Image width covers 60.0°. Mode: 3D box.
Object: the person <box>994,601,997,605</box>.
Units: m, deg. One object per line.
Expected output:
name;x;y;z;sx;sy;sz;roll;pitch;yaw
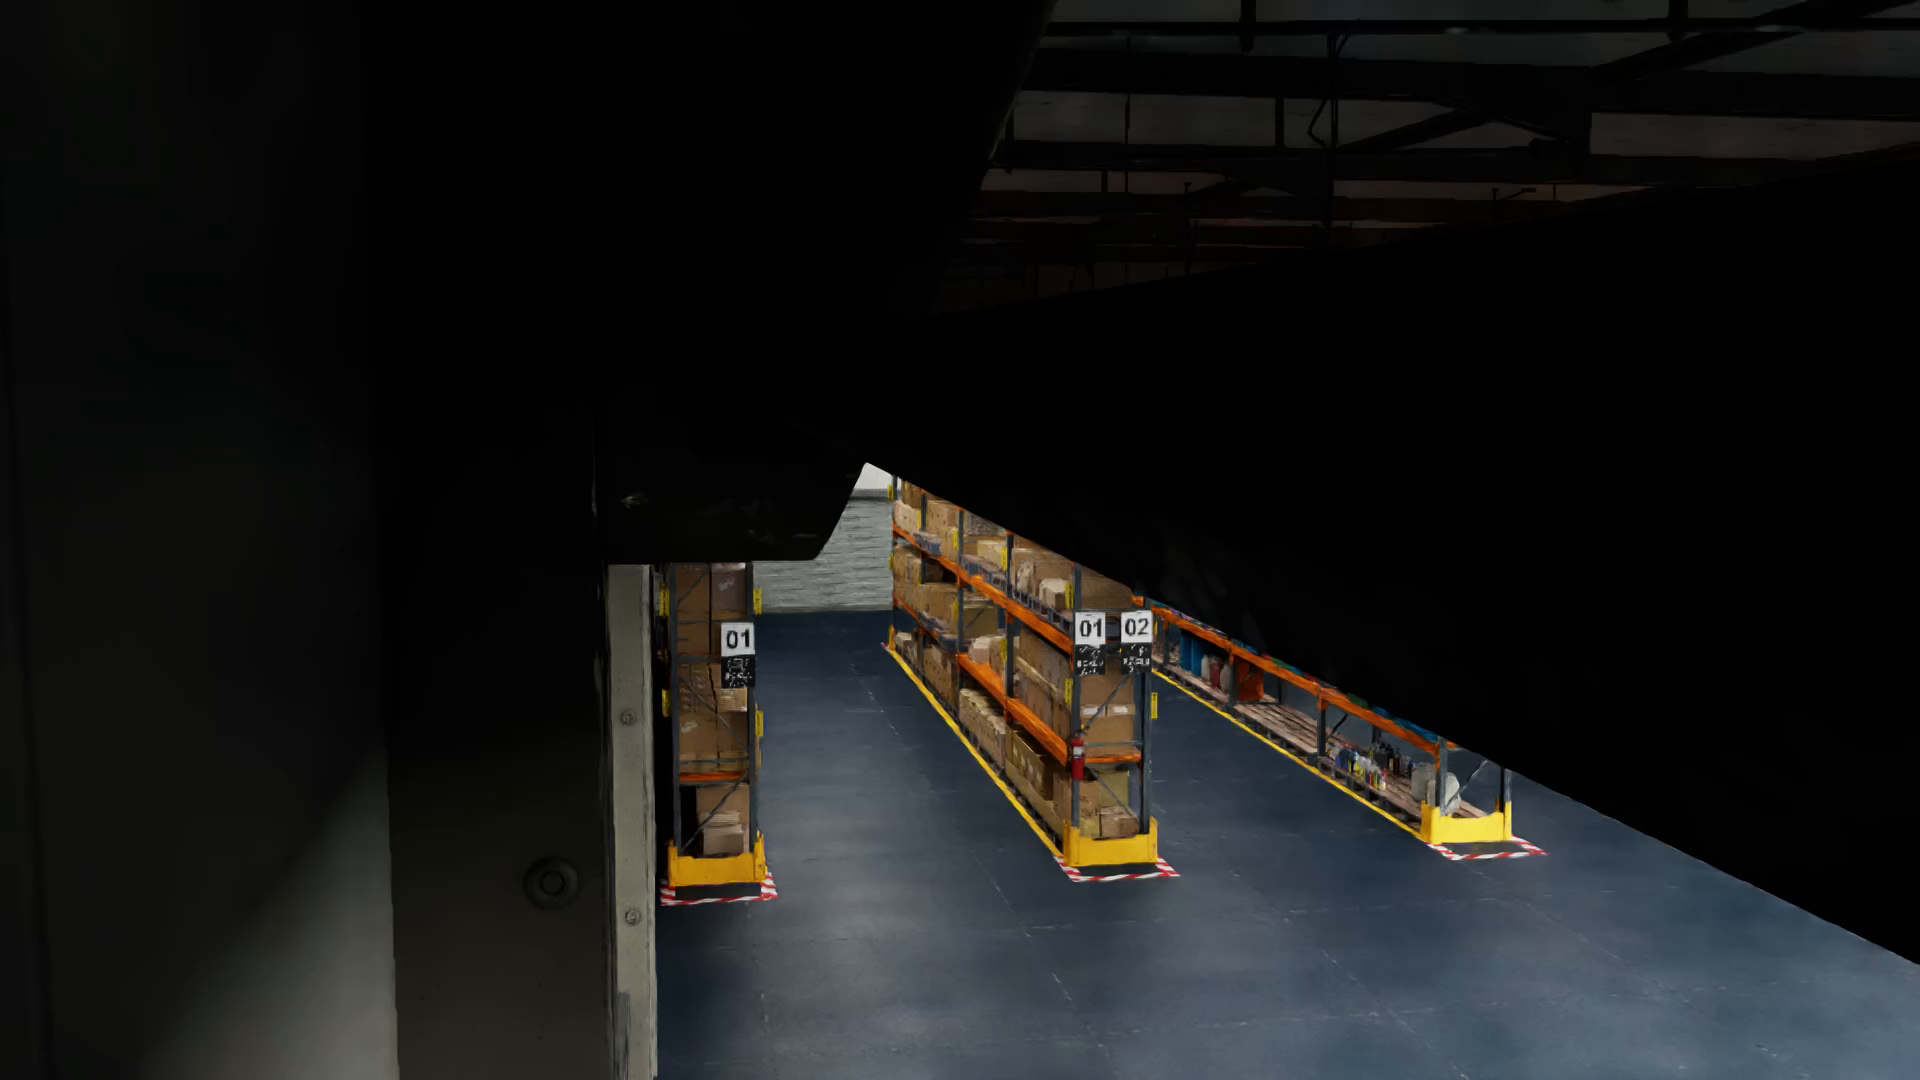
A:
person;0.660;1.438;37.005;0.417;1.774;0.607;1;6;10
